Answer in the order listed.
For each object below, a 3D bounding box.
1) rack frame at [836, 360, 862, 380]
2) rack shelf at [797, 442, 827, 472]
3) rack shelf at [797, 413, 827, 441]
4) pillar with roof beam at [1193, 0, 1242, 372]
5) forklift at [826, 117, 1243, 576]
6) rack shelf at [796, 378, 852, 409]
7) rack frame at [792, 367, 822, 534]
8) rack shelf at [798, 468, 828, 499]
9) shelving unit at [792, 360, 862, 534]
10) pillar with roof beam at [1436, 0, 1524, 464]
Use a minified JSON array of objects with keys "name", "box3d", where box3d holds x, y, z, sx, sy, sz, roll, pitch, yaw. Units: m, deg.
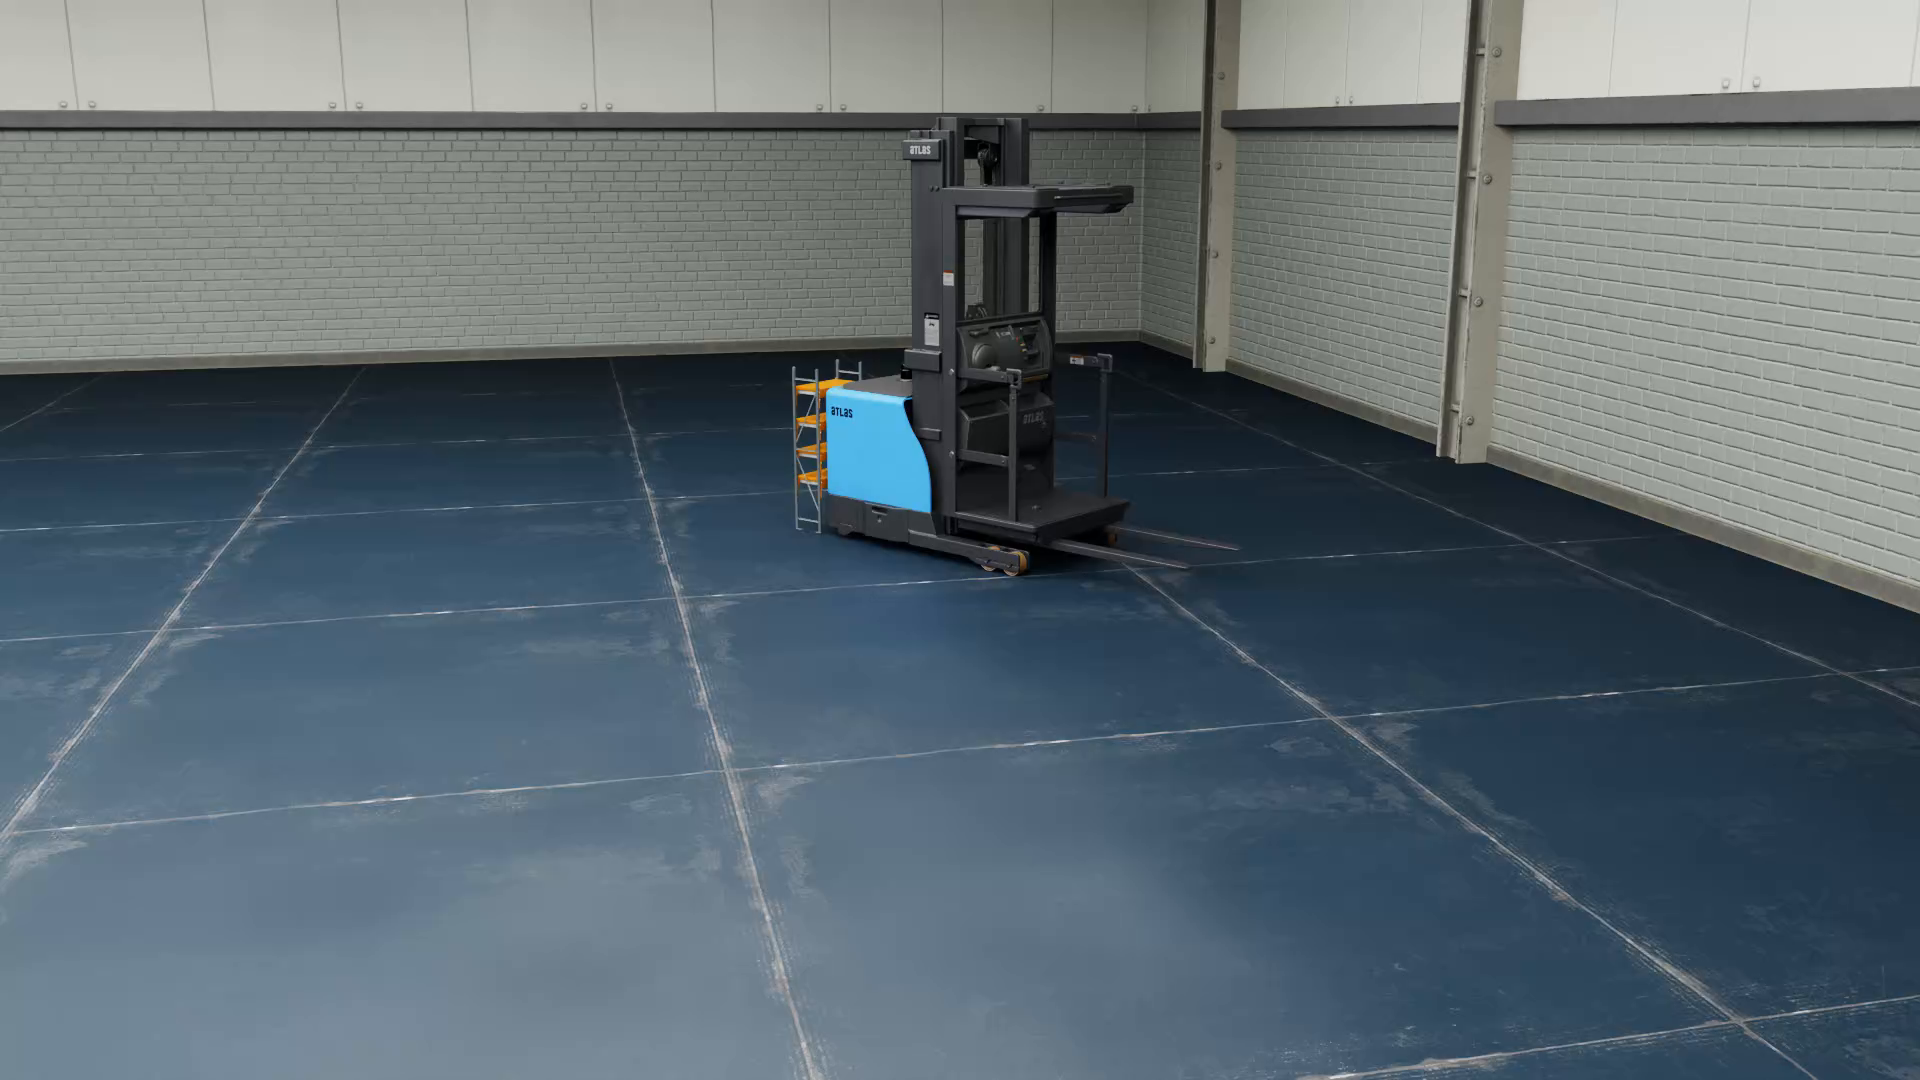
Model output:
[{"name":"rack frame","box3d":[-0.821,-0.741,12.431,0.240,1.200,0.015,10,17,35]},{"name":"rack shelf","box3d":[-0.965,-0.629,12.255,0.258,0.148,0.480,10,17,35]},{"name":"rack shelf","box3d":[-0.965,-0.846,12.202,0.258,0.148,0.480,10,17,35]},{"name":"pillar with roof beam","box3d":[-1.089,-6.245,18.527,9.100,9.000,0.400,-3,14,-13]},{"name":"forklift","box3d":[0.472,-1.327,11.184,3.031,2.935,1.130,12,18,39]},{"name":"rack shelf","box3d":[-0.965,-1.076,12.146,0.258,0.148,0.480,10,17,35]},{"name":"rack frame","box3d":[-1.108,-0.647,12.048,0.240,1.200,0.015,10,17,35]},{"name":"rack shelf","box3d":[-0.965,-0.436,12.303,0.258,0.148,0.480,10,17,35]},{"name":"shelving unit","box3d":[-0.965,-0.694,12.239,0.258,1.200,0.503,10,17,35]},{"name":"pillar with roof beam","box3d":[0.320,-4.861,12.861,9.100,9.000,0.400,-3,14,-13]}]
